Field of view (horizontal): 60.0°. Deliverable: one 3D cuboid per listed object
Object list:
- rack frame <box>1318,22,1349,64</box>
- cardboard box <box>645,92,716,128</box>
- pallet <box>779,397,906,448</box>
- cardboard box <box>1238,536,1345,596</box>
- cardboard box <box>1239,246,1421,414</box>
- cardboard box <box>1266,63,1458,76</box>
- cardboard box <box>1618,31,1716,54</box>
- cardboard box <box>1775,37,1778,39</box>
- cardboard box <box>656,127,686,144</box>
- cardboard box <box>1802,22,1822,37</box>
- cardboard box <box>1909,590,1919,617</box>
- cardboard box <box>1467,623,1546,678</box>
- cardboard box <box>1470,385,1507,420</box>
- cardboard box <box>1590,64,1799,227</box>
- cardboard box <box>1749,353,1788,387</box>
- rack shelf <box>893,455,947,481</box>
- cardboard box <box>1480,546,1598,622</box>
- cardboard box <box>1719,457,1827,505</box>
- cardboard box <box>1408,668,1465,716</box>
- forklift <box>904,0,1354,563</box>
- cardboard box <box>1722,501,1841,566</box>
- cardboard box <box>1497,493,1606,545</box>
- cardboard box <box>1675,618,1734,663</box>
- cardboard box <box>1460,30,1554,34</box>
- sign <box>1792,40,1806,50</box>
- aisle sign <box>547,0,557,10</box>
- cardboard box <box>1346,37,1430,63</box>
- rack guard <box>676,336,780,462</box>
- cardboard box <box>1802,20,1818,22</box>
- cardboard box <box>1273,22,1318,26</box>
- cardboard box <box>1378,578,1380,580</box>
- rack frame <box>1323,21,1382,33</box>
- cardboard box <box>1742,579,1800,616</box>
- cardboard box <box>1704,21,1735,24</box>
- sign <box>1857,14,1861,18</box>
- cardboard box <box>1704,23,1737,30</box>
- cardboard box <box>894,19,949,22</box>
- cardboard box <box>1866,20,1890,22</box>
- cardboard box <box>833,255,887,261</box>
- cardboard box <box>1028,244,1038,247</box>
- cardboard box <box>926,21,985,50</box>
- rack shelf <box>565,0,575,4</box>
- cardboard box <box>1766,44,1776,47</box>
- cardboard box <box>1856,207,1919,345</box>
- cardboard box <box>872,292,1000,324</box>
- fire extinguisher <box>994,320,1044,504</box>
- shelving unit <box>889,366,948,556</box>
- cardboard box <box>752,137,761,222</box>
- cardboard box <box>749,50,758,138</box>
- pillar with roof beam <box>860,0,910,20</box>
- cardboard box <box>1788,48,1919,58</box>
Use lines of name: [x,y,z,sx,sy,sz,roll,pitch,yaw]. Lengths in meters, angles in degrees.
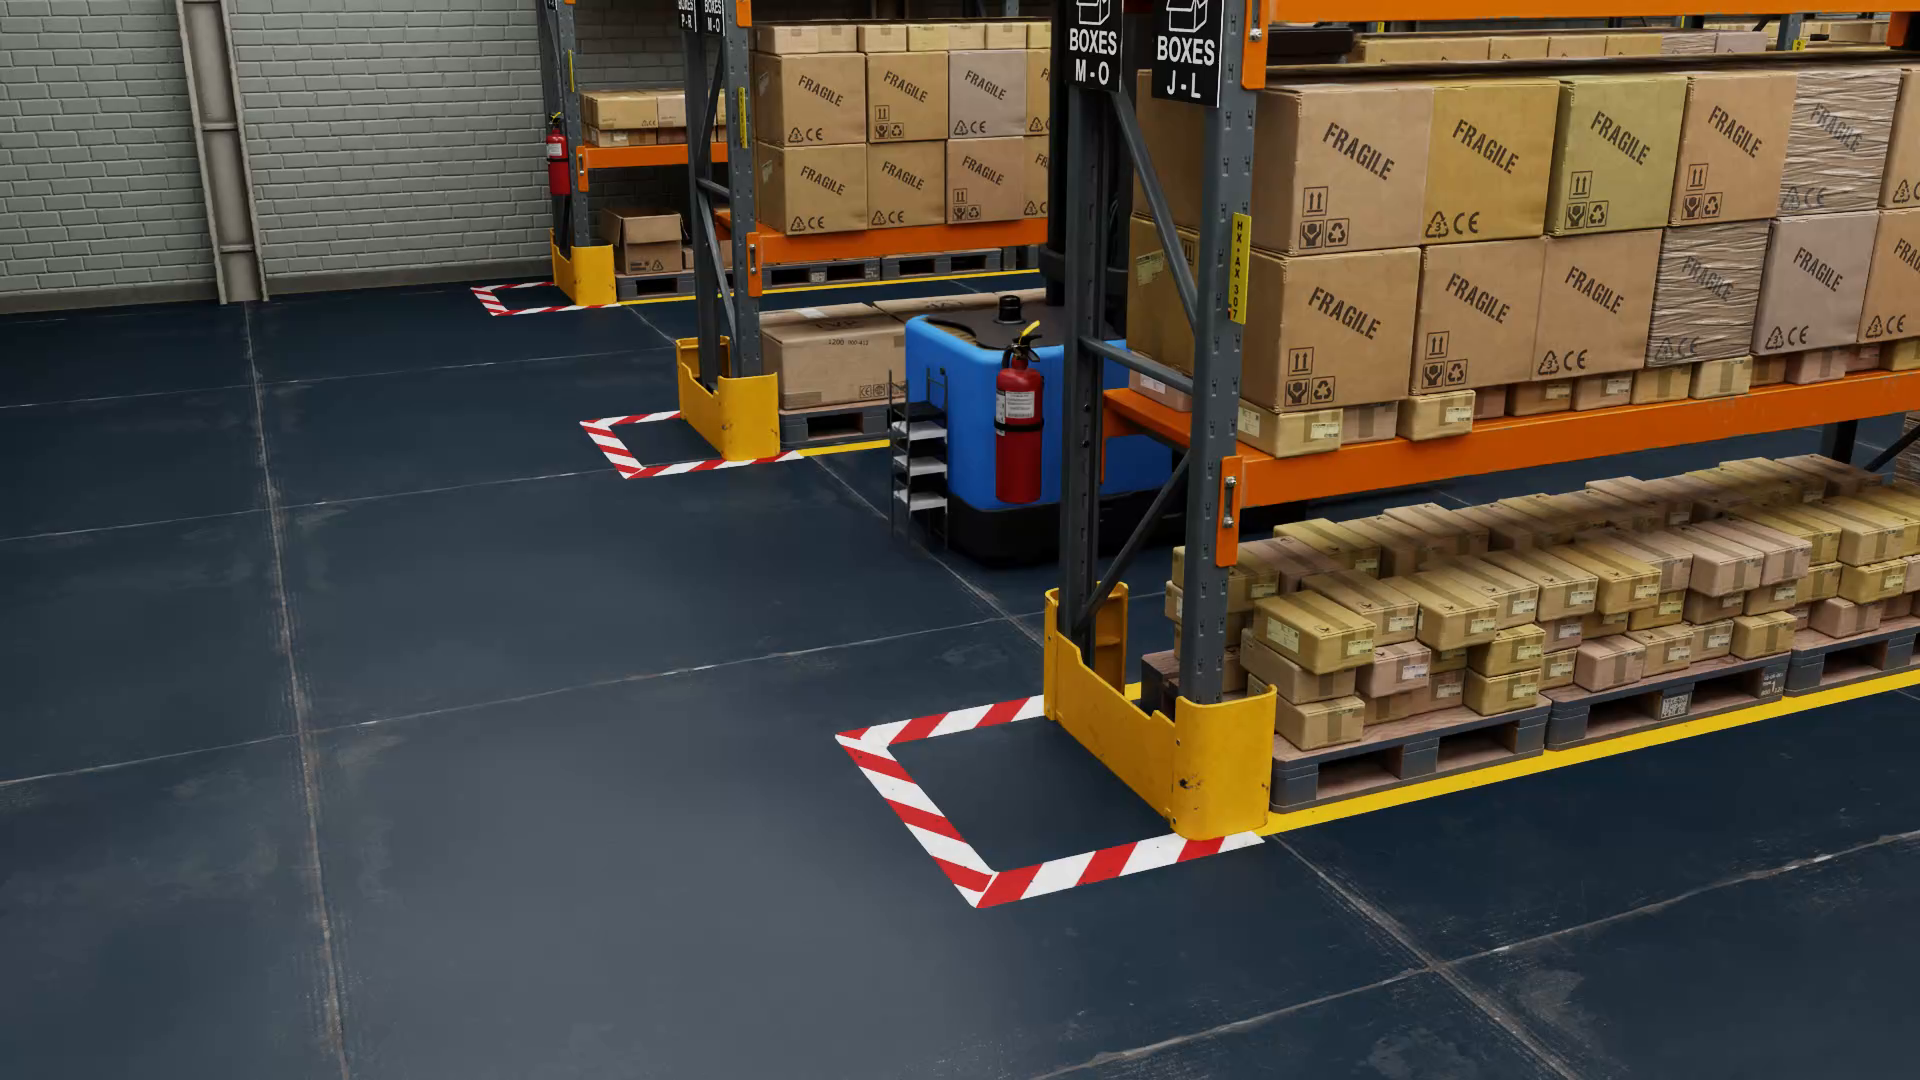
rack frame: [2.248,-2.602,11.395,0.127,3.000,1.000,-8,21,-22]
cardboard box: [-2.408,-3.702,14.298,0.500,0.250,0.500,-8,21,-21]
pallet: [-0.722,-0.889,10.730,1.213,0.211,1.003,-8,21,-22]
cardboard box: [1.268,0.124,6.417,0.250,0.149,0.380,-8,21,-21]
cardboard box: [1.150,-0.742,5.513,0.500,0.500,0.500,-7,21,-19]
cardboard box: [1.416,-1.441,5.994,0.500,0.500,0.500,-9,21,-24]
cardboard box: [5.082,-3.429,12.088,0.500,0.500,0.500,-8,21,-21]
cardboard box: [9.208,-5.642,18.901,0.250,0.149,0.380,-9,21,-24]
cardboard box: [-2.541,-3.523,14.388,0.250,0.149,0.380,-8,21,-23]
cardboard box: [9.645,-5.872,19.107,0.250,0.149,0.380,-8,21,-21]
cardboard box: [4.076,0.197,7.107,0.250,0.149,0.380,-8,21,-21]
cardboard box: [1.954,0.358,6.202,0.250,0.149,0.380,-7,21,-20]
cardboard box: [1.725,-0.545,5.930,0.250,0.149,0.380,-7,21,-19]
cardboard box: [2.560,-1.415,5.919,0.500,0.500,0.500,-9,21,-24]
cardboard box: [2.931,-0.706,6.388,0.250,0.149,0.380,-8,21,-23]
rack shelf: [-0.206,-0.362,8.296,0.200,0.077,0.258,-9,21,-23]
cardboard box: [2.185,0.163,6.307,0.250,0.149,0.380,-7,21,-20]
cardboard box: [3.627,-0.239,7.449,0.250,0.149,0.380,-7,21,-19]
cardboard box: [1.670,0.502,6.240,0.250,0.149,0.380,-8,21,-21]
forklift: [1.265,-1.580,8.595,3.031,2.935,1.130,-9,21,-23]
cardboard box: [3.364,-0.022,6.833,0.250,0.149,0.380,-7,21,-20]
cardboard box: [2.458,-0.060,6.939,0.250,0.149,0.380,-8,21,-22]
cardboard box: [2.860,0.347,6.681,0.250,0.149,0.380,-8,21,-21]
cardboard box: [3.974,-3.460,12.175,0.500,0.500,0.500,-8,21,-21]
sign: [6.144,-3.505,12.217,0.005,0.325,0.100,-8,21,-22]
aisle sign: [-3.341,-4.716,13.486,0.004,0.787,0.394,-8,21,-22]
cardboard box: [2.766,-3.091,11.127,0.500,0.500,0.500,-8,21,-21]
rack guard: [-1.447,-0.893,10.306,0.348,0.500,1.175,-8,21,-22]
cardboard box: [9.948,-6.074,19.682,0.250,0.149,0.380,-7,21,-20]
cardboard box: [2.091,-3.289,10.714,0.250,0.149,0.380,-9,21,-23]
cardboard box: [1.764,0.198,6.656,0.250,0.149,0.380,-8,21,-23]
rack frame: [3.951,-4.641,17.187,0.127,3.000,1.000,-8,21,-22]
cardboard box: [3.160,0.162,6.758,0.250,0.149,0.380,-8,21,-21]
cardboard box: [8.733,-5.934,19.284,0.250,0.149,0.380,-9,21,-23]
sign: [11.083,-6.309,20.502,0.005,0.325,0.100,-8,21,-22]
cardboard box: [8.469,-5.710,18.649,0.250,0.149,0.380,-9,21,-23]
cardboard box: [-0.232,-3.142,10.297,0.250,0.149,0.380,-8,21,-22]
cardboard box: [10.837,-6.034,19.567,0.250,0.149,0.380,-8,21,-22]
cardboard box: [-1.042,-2.896,15.363,0.500,0.500,0.700,-9,21,-24]
cardboard box: [0.812,-3.129,16.024,0.500,0.500,0.500,-7,21,-20]
cardboard box: [-0.038,-3.009,9.918,0.250,0.149,0.380,-8,21,-21]
rack shelf: [-1.558,-4.927,14.566,4.000,0.370,1.077,-8,21,-22]
cardboard box: [6.228,-3.658,13.164,0.500,0.500,0.500,-9,21,-23]
cardboard box: [3.492,-1.075,6.461,0.500,0.500,0.500,-9,21,-23]
cardboard box: [-0.021,-1.305,10.938,0.875,0.438,0.875,-8,21,-20]
fire extinguisher: [0.215,-0.475,6.031,0.183,0.674,0.296,-8,21,-22]
shelving unit: [-0.206,-0.394,8.285,0.210,0.900,0.258,-9,21,-23]
cardboard box: [-1.087,-2.267,10.293,0.500,0.500,0.500,-8,21,-22]
cardboard box: [-1.076,-2.730,10.104,0.500,0.500,0.500,-7,21,-20]
pillar with roof beam: [0.987,-5.815,11.488,0.400,9.000,9.100,-8,21,-22]
cardboard box: [3.791,-1.780,6.956,0.500,0.500,0.500,-8,21,-21]
